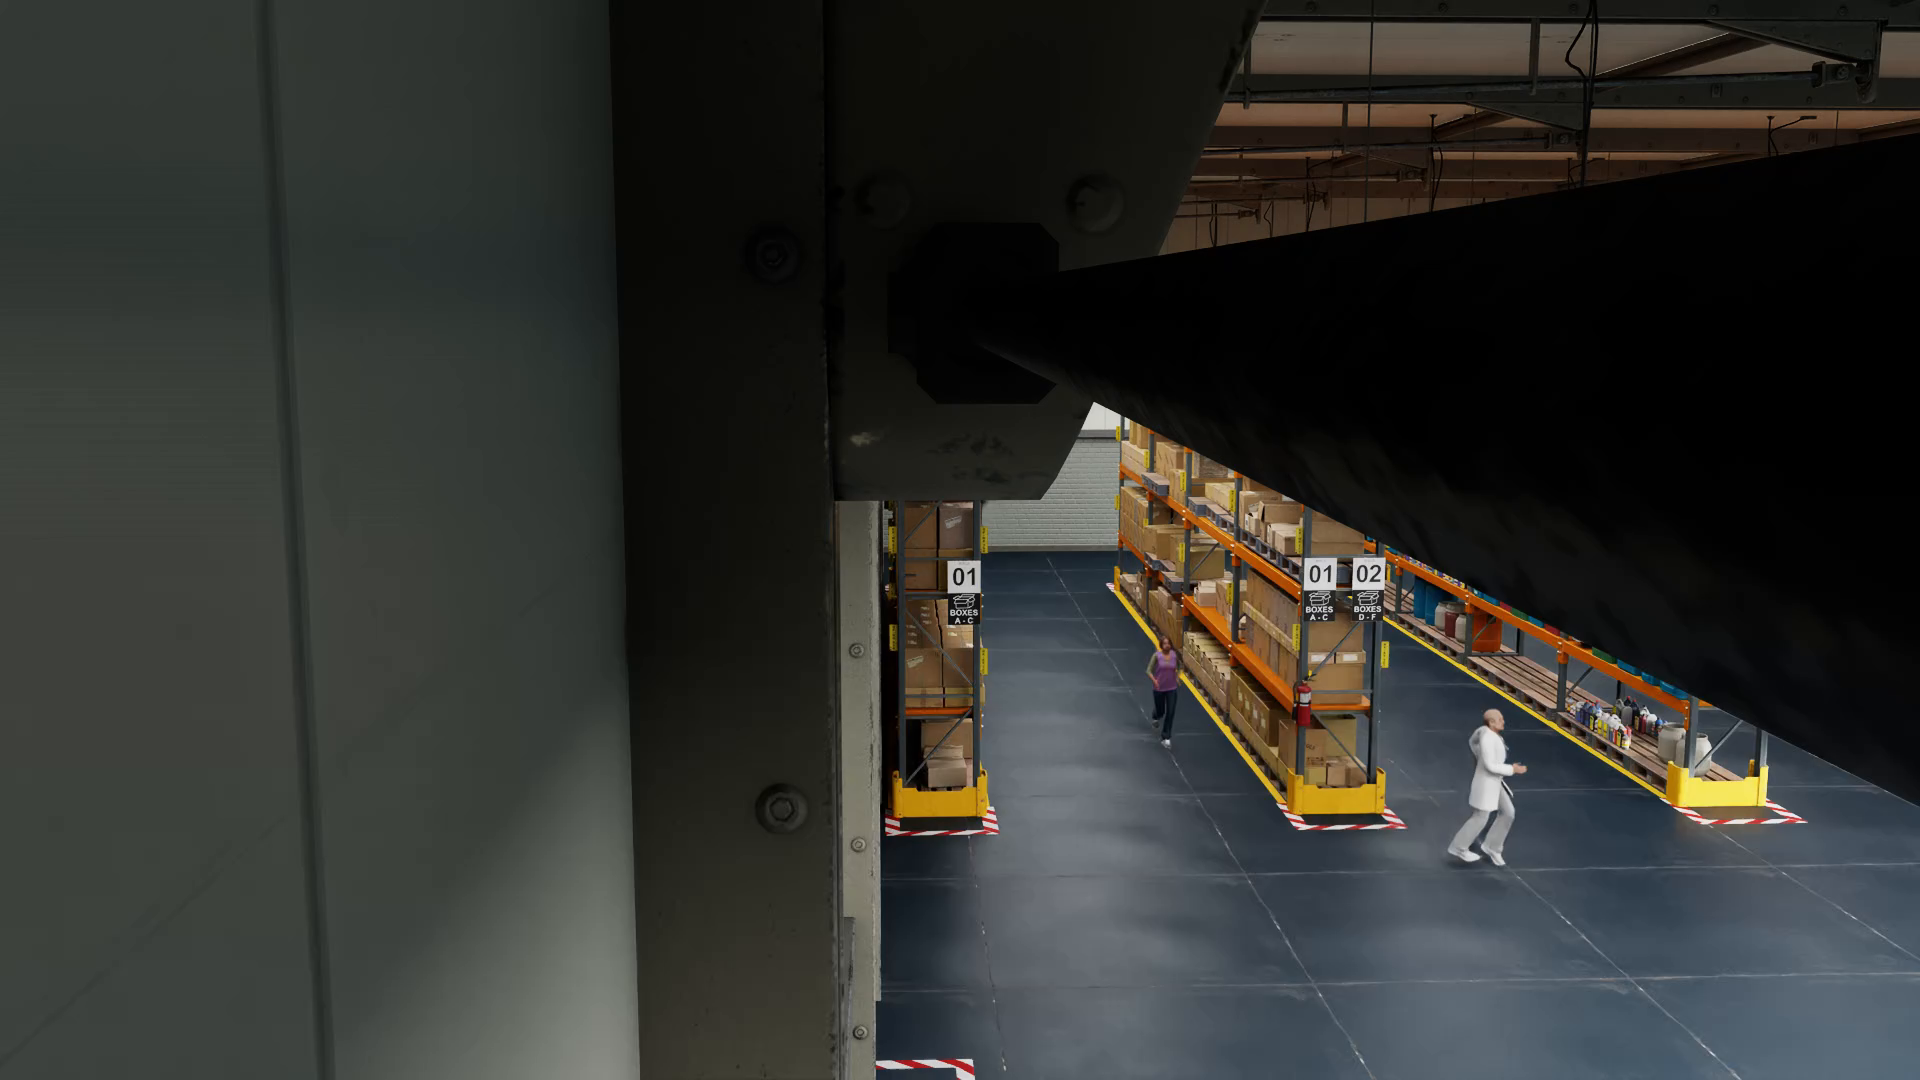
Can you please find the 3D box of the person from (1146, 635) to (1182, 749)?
[{"bbox_3d":[2.933,2.141,23.857,0.543,1.584,0.760,-1,8,-5],"label":"person"}]

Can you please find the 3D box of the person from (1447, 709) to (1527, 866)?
[{"bbox_3d":[5.933,2.797,18.669,0.818,1.856,0.729,4,9,25],"label":"person"}]
